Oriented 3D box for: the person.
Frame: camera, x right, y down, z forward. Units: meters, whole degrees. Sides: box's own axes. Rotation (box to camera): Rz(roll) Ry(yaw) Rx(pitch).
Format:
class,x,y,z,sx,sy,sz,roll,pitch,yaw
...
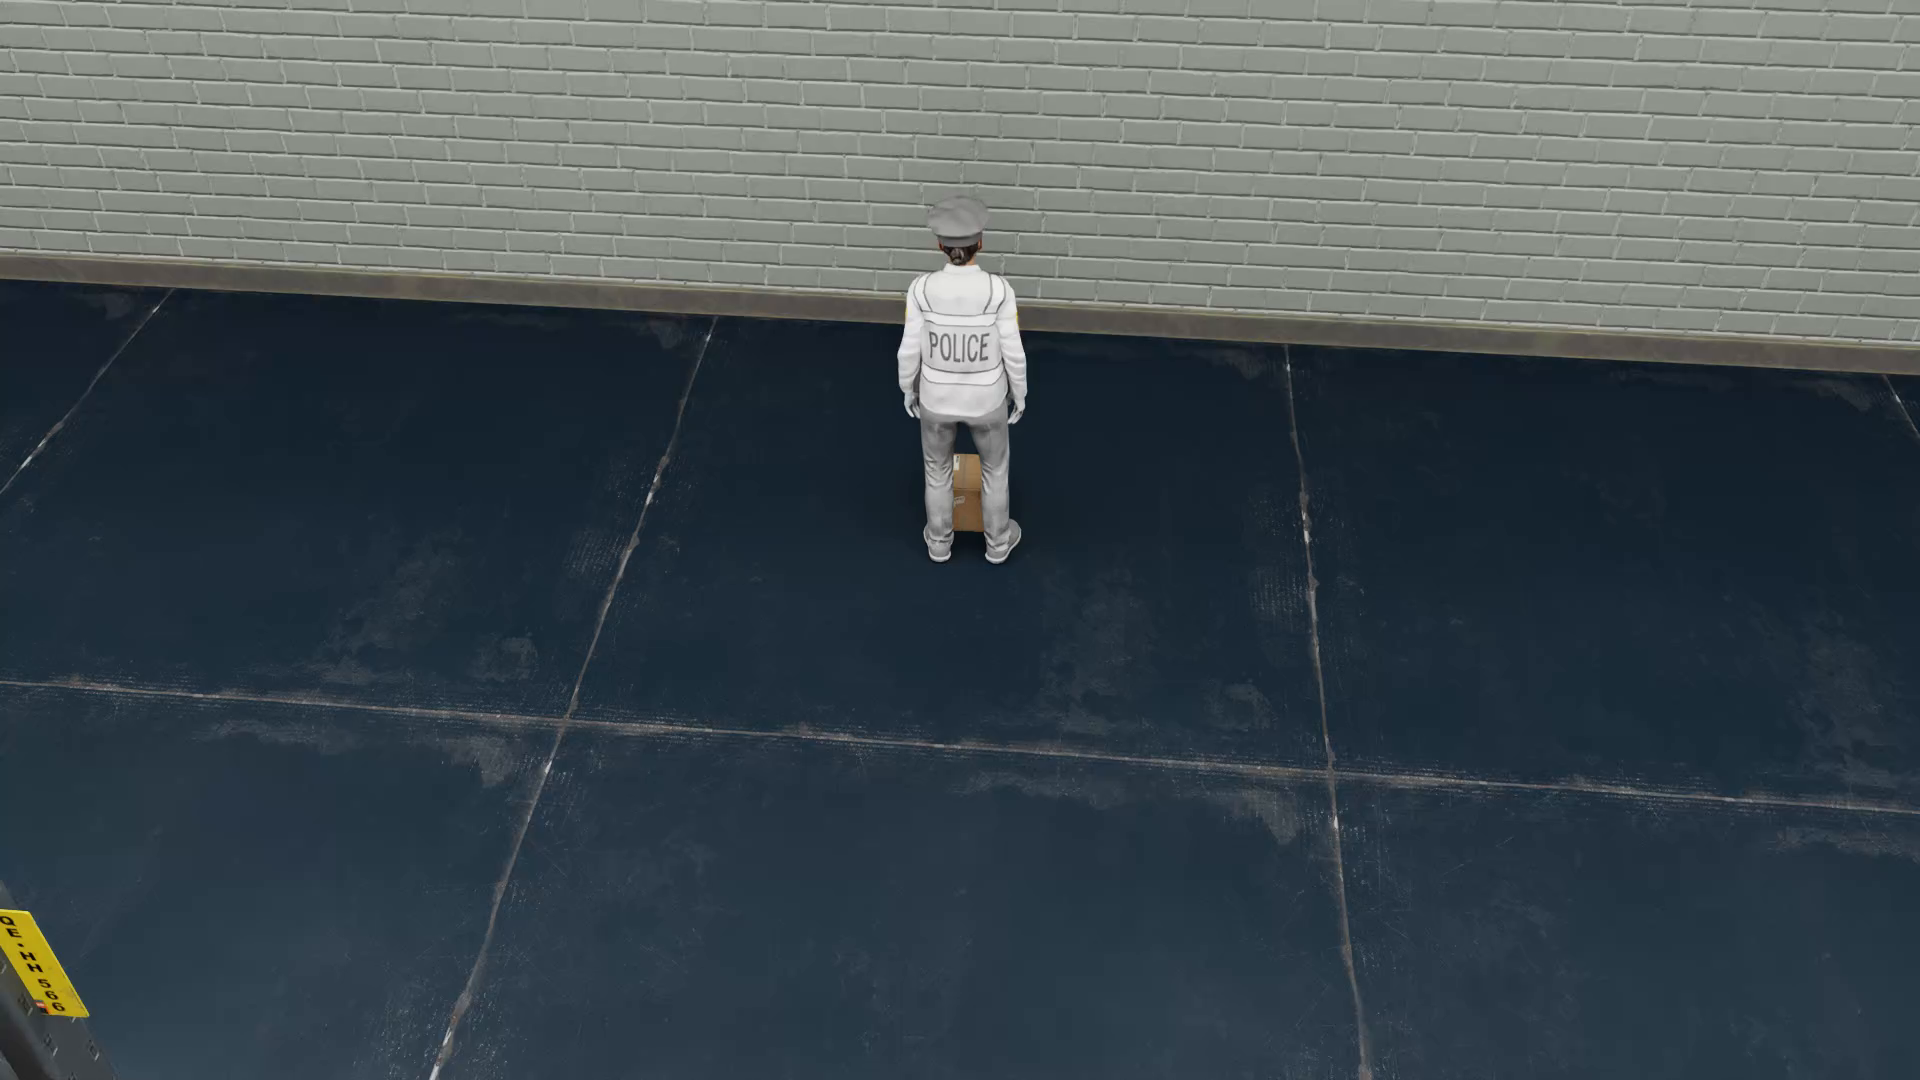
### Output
class,x,y,z,sx,sy,sz,roll,pitch,yaw
person,0.013,-0.596,6.857,0.527,1.662,0.376,3,40,4
